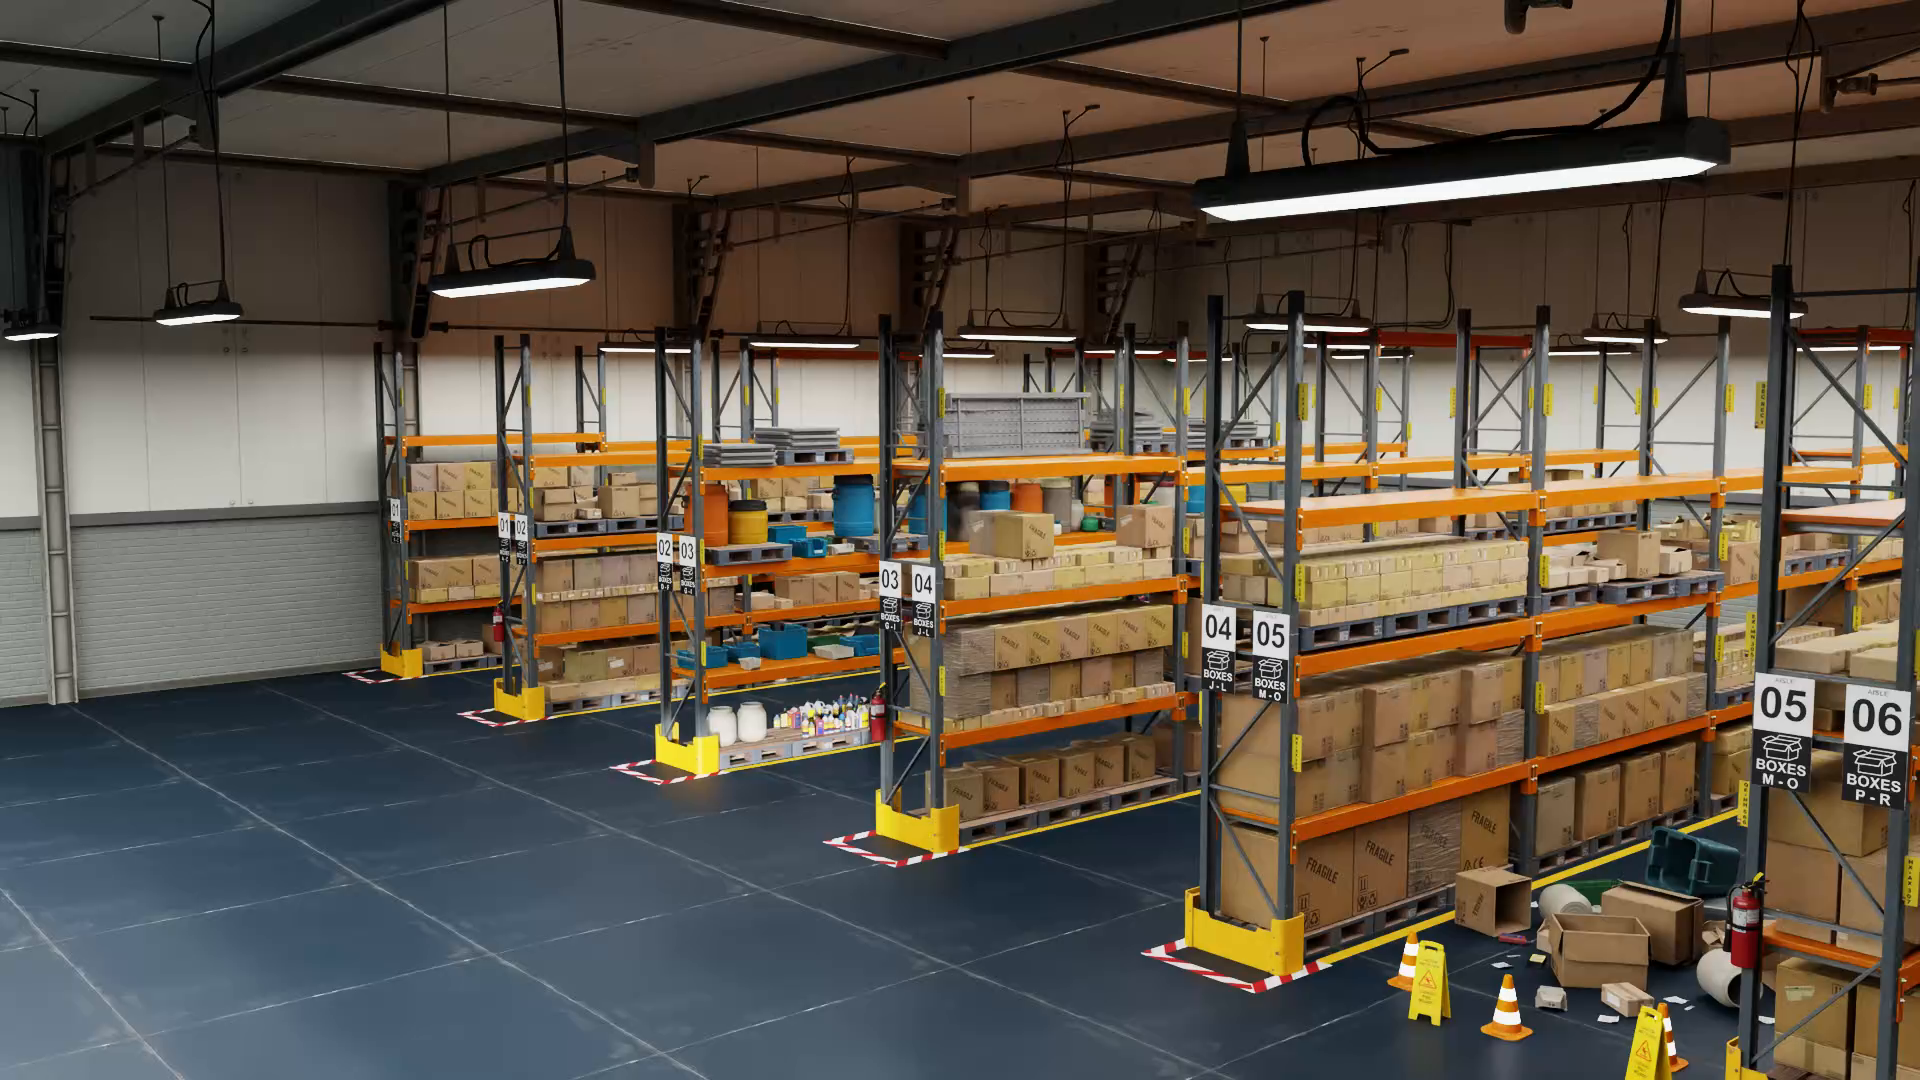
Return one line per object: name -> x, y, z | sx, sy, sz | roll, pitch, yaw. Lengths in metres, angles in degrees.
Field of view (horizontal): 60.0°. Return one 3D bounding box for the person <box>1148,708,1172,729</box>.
person -> 3.030, 2.052, 24.832 | 0.750, 1.689, 0.659 | -3, 6, -29
